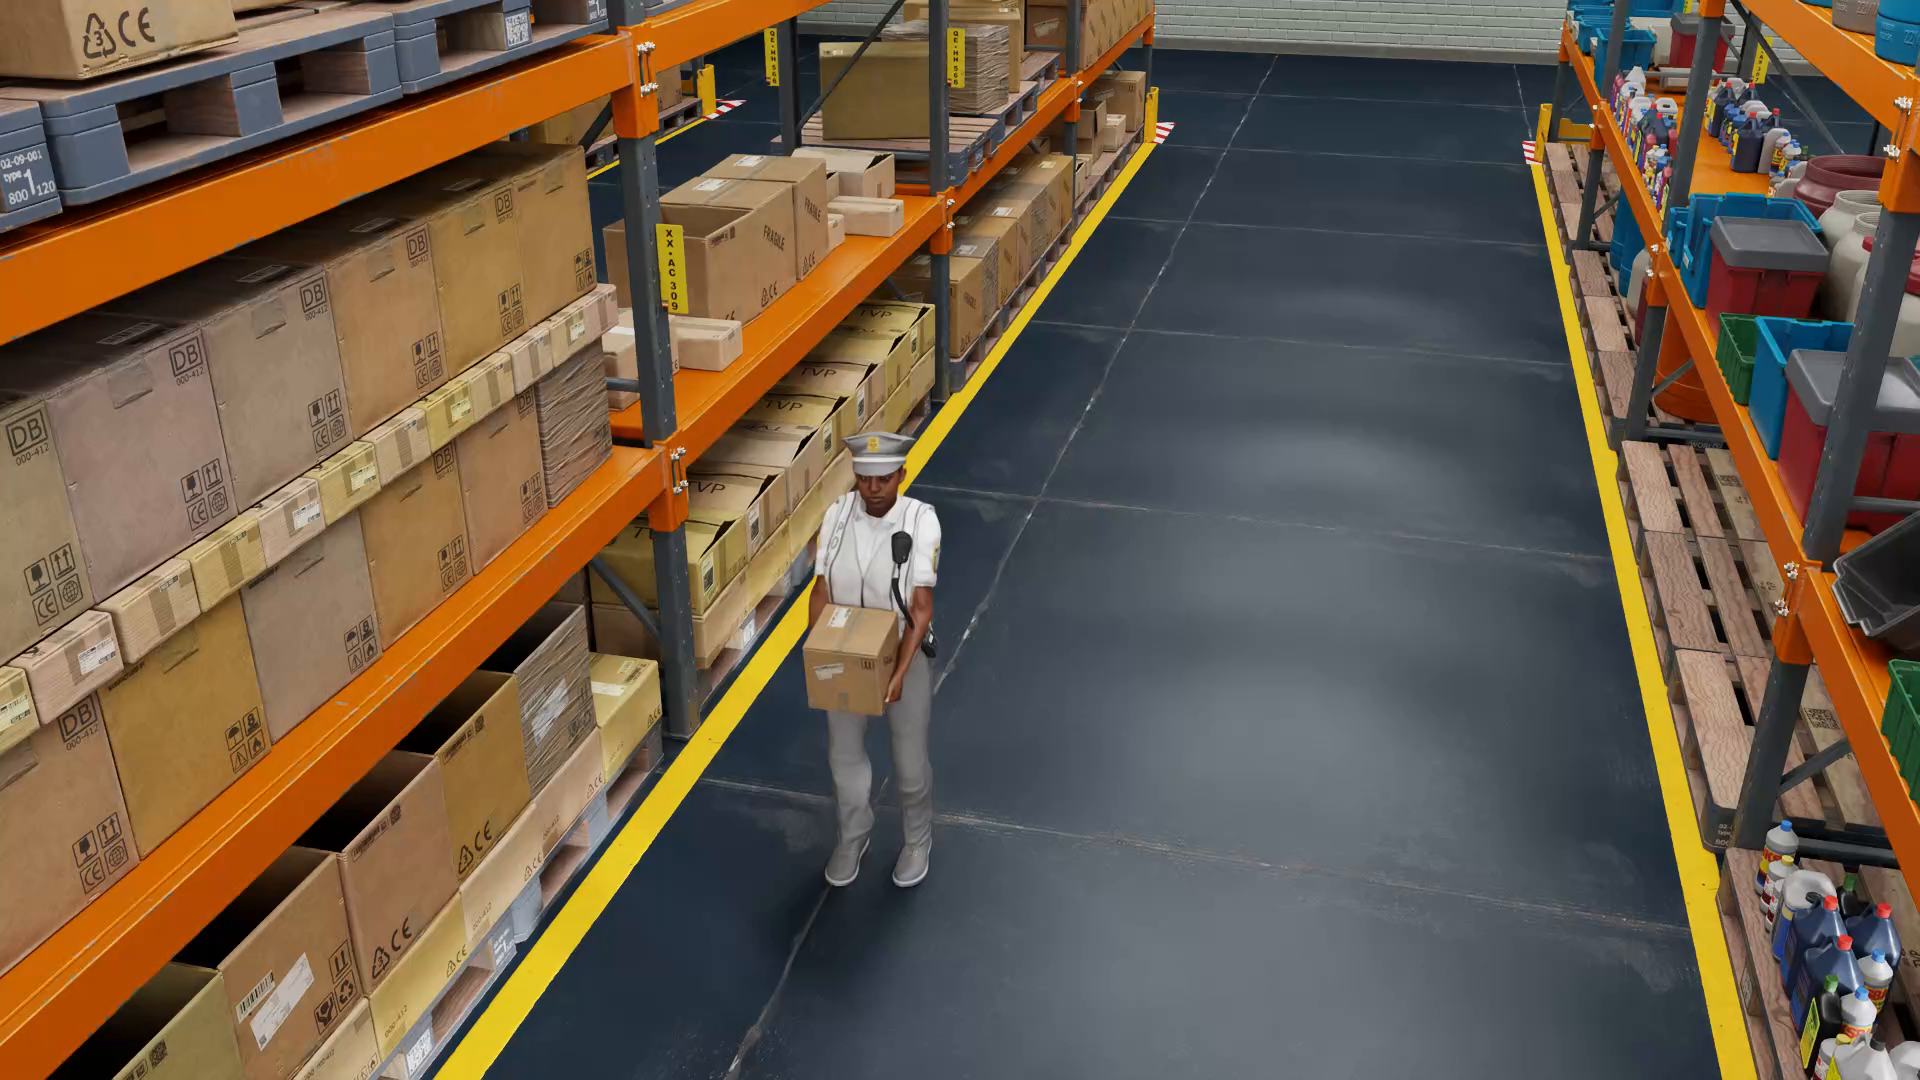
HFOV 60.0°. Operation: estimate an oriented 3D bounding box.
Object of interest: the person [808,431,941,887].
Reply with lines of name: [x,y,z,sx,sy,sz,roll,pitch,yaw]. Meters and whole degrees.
person: [-0.300,0.436,5.676,0.435,1.688,0.520,6,26,13]
